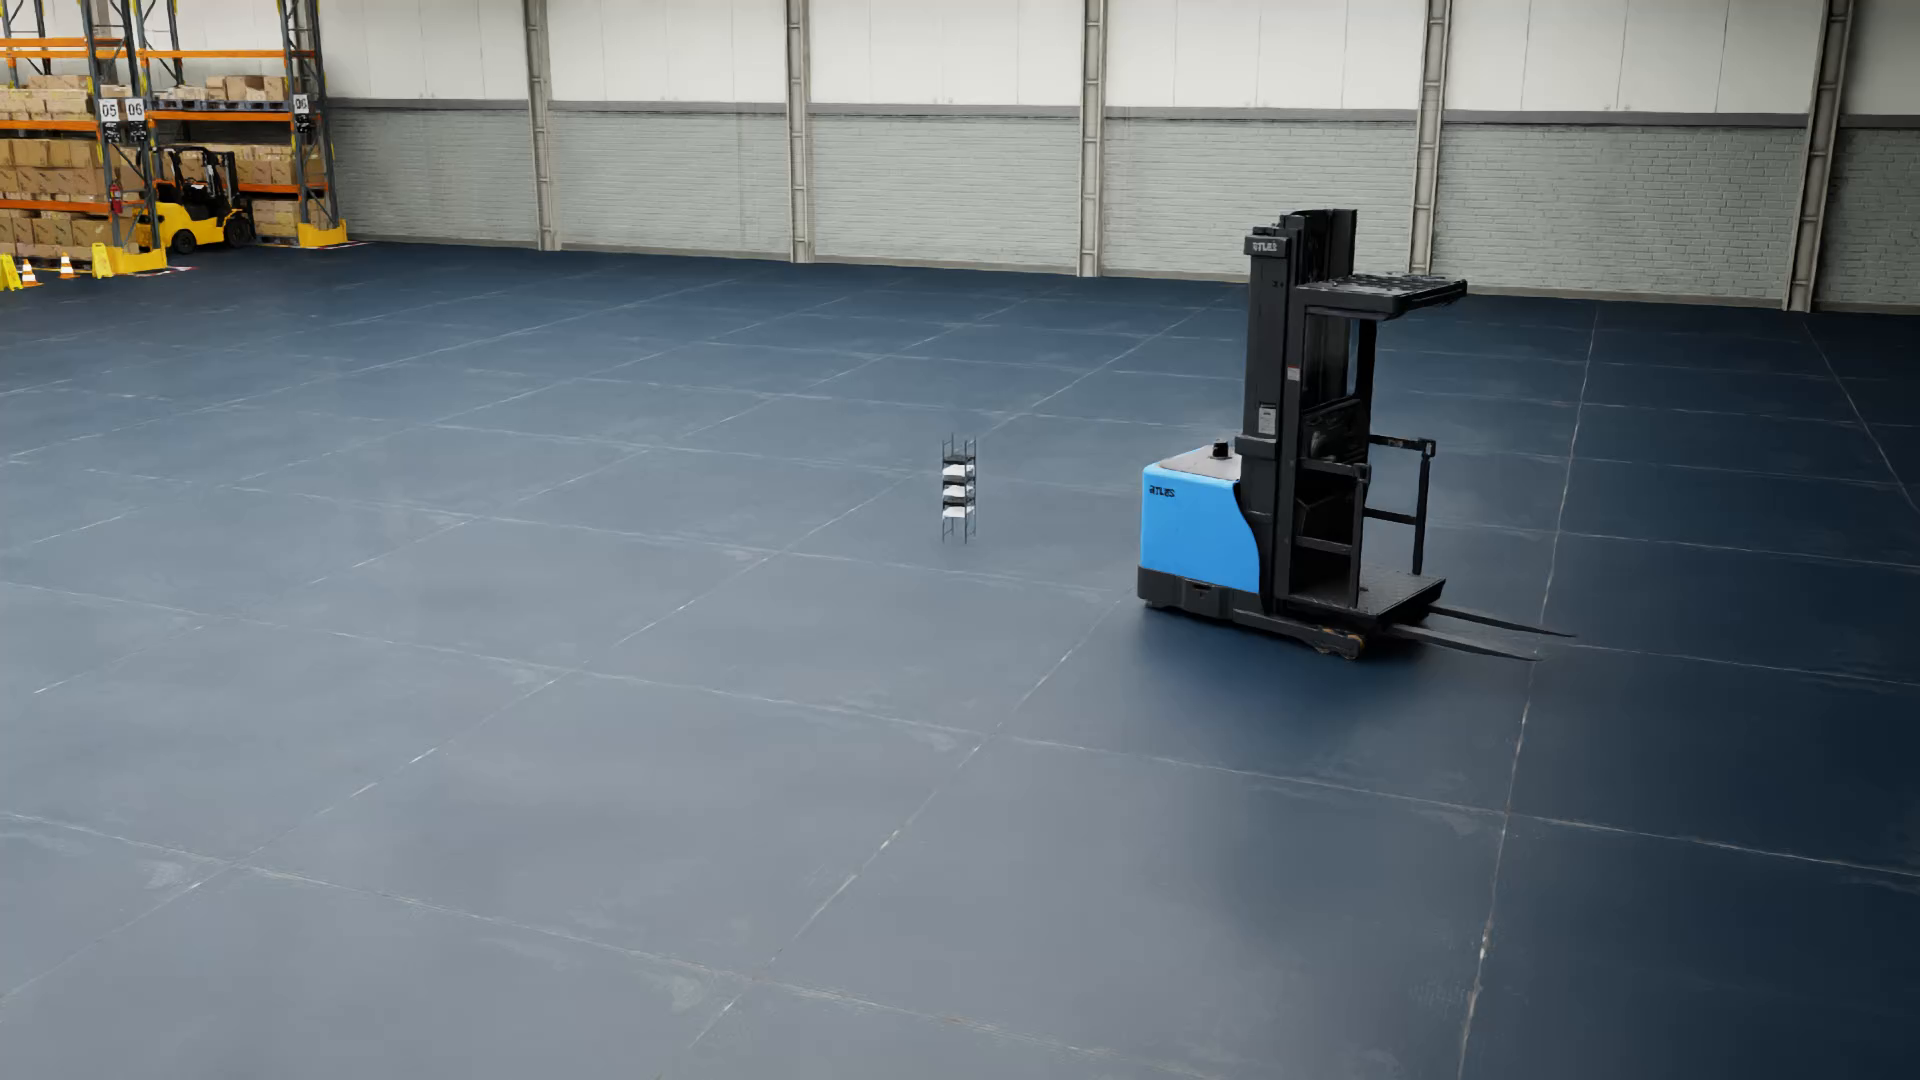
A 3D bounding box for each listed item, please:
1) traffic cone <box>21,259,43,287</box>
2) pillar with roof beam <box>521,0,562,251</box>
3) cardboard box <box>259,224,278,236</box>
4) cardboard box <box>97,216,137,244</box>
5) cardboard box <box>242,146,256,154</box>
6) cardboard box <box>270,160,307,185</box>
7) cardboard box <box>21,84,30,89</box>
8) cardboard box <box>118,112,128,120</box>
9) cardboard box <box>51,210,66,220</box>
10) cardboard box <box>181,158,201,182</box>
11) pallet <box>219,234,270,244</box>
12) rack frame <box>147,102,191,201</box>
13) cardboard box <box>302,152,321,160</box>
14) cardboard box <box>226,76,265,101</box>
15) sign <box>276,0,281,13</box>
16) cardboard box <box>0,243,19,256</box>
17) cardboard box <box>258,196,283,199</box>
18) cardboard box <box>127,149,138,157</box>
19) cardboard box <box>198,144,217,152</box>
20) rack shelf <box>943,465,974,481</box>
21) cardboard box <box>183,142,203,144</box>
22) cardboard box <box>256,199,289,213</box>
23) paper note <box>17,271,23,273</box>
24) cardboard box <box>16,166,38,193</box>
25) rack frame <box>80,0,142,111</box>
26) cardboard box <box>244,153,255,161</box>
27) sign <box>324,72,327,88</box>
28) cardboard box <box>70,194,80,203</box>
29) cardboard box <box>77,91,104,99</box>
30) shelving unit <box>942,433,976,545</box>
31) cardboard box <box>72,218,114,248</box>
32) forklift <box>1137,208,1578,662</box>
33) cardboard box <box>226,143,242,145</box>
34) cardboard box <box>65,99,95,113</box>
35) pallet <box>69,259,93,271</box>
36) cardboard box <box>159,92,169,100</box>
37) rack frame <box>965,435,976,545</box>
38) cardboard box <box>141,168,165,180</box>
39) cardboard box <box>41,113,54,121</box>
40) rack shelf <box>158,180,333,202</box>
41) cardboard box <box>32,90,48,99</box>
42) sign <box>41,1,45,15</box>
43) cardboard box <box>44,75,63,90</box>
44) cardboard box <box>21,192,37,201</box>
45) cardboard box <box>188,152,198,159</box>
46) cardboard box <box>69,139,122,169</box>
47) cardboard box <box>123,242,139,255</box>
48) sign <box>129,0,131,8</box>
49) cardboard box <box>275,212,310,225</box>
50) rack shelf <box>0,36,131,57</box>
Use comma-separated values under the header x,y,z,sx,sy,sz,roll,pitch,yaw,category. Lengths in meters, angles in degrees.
x,y,z,sx,sy,sz,roll,pitch,yaw,category
-16.783,-4.820,29.948,0.334,0.463,0.336,6,17,21,traffic cone
-10.316,-9.395,30.396,0.400,9.000,9.100,6,17,21,pillar with roof beam
-15.013,-6.840,36.534,0.500,0.250,0.500,6,17,21,cardboard box
-16.490,-6.050,32.466,0.500,0.500,0.500,6,17,19,cardboard box
-15.393,-8.504,36.208,0.250,0.149,0.380,7,18,22,cardboard box
-14.555,-7.970,36.067,0.500,0.500,0.500,6,17,19,cardboard box
-21.684,-10.570,38.844,0.250,0.149,0.380,6,17,19,cardboard box
-16.008,-8.090,31.730,0.250,0.149,0.380,6,17,21,cardboard box
-17.258,-6.266,32.046,0.250,0.149,0.380,7,17,22,cardboard box
-16.914,-8.235,36.979,0.500,0.500,0.500,7,17,22,cardboard box
-15.859,-6.793,37.194,1.213,0.211,1.003,6,17,21,pallet
-17.722,-8.349,37.552,0.127,3.000,1.000,6,17,21,rack frame
-14.221,-8.401,36.389,0.250,0.149,0.380,6,17,19,cardboard box
-15.418,-9.791,36.026,0.500,0.500,0.700,6,17,21,cardboard box
-14.213,-11.168,34.685,0.005,0.325,0.100,6,17,21,sign
-18.589,-5.760,32.814,0.500,0.250,0.500,7,18,24,cardboard box
-15.306,-7.503,37.025,0.500,0.250,0.500,6,17,20,cardboard box
-18.576,-8.746,37.577,0.250,0.149,0.380,6,17,21,cardboard box
-16.564,-8.642,36.685,0.250,0.149,0.380,6,17,20,cardboard box
-0.008,-0.574,14.010,0.200,0.077,0.258,6,17,21,rack shelf
-17.314,-8.897,37.563,0.250,0.149,0.380,6,17,21,cardboard box
-15.021,-7.318,36.386,0.500,0.250,0.500,7,17,22,cardboard box
-18.012,-5.127,31.780,0.148,0.019,0.142,0,16,1,paper note
-17.817,-6.988,32.152,0.500,0.500,0.500,6,17,21,cardboard box
-15.819,-9.533,30.870,0.127,3.000,1.000,6,17,21,rack frame
-15.386,-8.366,36.269,0.250,0.149,0.380,6,17,19,cardboard box
-13.792,-9.981,36.085,0.005,0.325,0.100,6,17,21,sign
-16.752,-6.543,31.782,0.250,0.149,0.380,6,17,20,cardboard box
-16.242,-8.313,31.068,0.250,0.149,0.380,6,17,21,cardboard box
-0.008,-0.433,14.051,0.210,0.900,0.258,6,17,21,shelving unit
-16.660,-5.908,31.976,0.500,0.500,0.500,6,17,21,cardboard box
2.784,-0.758,11.527,3.031,2.935,1.130,13,21,38,forklift
-16.134,-8.758,37.083,0.250,0.149,0.380,6,17,20,cardboard box
-16.393,-8.146,31.207,0.500,0.250,0.500,6,17,20,cardboard box
-16.632,-5.413,32.440,1.213,0.211,1.003,6,17,21,pallet
-17.416,-9.794,36.667,0.250,0.149,0.380,7,17,22,cardboard box
0.087,-0.423,14.015,0.006,0.900,0.240,6,17,21,rack frame
-18.287,-8.260,37.516,0.500,0.250,0.500,7,17,22,cardboard box
-17.192,-8.045,31.576,0.250,0.149,0.380,6,17,20,cardboard box
-15.861,-7.799,36.947,4.000,0.370,1.077,6,17,21,rack shelf
-17.387,-8.470,31.610,0.250,0.149,0.380,6,17,19,cardboard box
-21.243,-12.308,38.470,0.005,0.325,0.100,6,17,21,sign
-20.352,-10.333,37.895,0.500,0.500,0.700,6,17,20,cardboard box
-17.933,-6.673,32.231,0.250,0.149,0.380,6,17,20,cardboard box
-16.825,-8.518,36.790,0.250,0.149,0.380,7,17,22,cardboard box
-16.374,-7.319,31.497,0.500,0.500,0.700,6,17,19,cardboard box
-16.467,-5.687,32.563,0.500,0.250,0.500,6,17,20,cardboard box
-15.619,-10.160,31.214,0.005,0.325,0.100,6,17,21,sign
-14.568,-7.030,36.290,0.500,0.250,0.500,6,17,20,cardboard box
-17.679,-9.390,31.676,4.000,0.370,1.077,6,17,21,rack shelf
